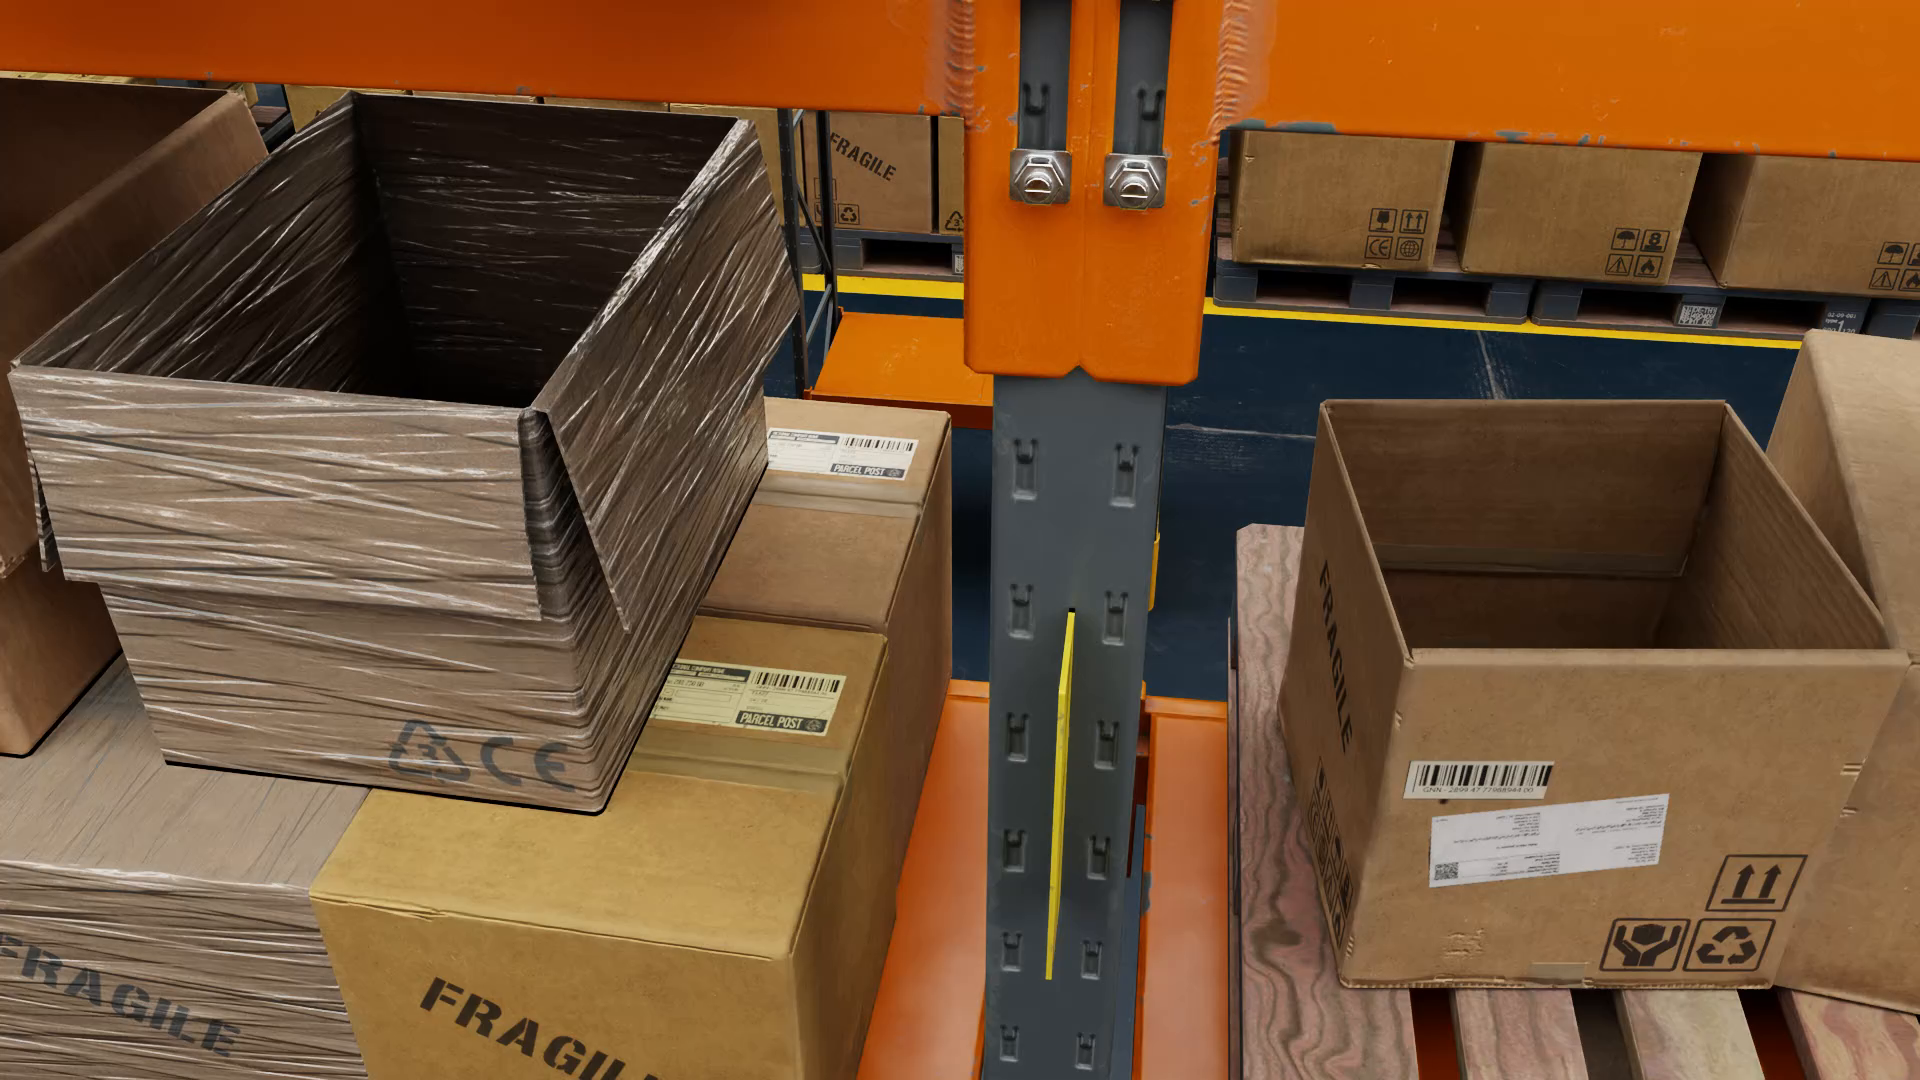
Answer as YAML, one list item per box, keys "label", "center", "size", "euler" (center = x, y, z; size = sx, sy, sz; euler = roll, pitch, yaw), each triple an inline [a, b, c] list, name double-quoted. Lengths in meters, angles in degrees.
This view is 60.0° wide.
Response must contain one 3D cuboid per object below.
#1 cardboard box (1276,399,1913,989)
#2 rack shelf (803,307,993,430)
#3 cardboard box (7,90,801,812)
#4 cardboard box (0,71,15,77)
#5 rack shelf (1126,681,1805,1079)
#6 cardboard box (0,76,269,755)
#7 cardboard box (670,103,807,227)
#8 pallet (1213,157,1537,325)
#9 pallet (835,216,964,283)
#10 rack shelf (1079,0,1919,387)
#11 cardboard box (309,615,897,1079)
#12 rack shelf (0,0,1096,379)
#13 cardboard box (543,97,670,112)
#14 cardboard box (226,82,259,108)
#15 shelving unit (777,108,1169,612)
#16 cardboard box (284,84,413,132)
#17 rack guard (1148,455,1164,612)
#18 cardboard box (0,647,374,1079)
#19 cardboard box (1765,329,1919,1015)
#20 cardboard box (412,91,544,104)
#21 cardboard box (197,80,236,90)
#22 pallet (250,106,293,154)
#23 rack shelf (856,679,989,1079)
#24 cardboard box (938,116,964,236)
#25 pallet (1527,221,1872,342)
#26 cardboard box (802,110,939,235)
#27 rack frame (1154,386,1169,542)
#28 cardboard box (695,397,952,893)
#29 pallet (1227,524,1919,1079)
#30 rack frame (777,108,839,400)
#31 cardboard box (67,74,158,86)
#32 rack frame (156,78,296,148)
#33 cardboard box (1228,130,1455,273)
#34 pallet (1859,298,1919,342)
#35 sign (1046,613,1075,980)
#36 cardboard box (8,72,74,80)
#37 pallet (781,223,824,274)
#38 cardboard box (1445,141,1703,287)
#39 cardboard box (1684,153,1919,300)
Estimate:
- label: "cardboard box"
  center: [0.690, 0.173, 1.978]
  size: [0.500, 0.500, 0.500]
  euler: [0, 36, 0]
- label: "rack shelf"
  center: [0.085, -0.458, 4.910]
  size: [1.000, 0.185, 0.538]
  euler: [4, 36, 6]
- label: "cardboard box"
  center: [-0.574, -0.145, 1.921]
  size: [0.637, 0.503, 0.797]
  euler: [5, 36, 8]
- label: "cardboard box"
  center: [-3.978, -1.918, 6.936]
  size: [0.250, 0.149, 0.380]
  euler: [4, 36, 6]
- label: "rack shelf"
  center: [2.133, 0.809, 2.154]
  size: [4.000, 0.370, 1.077]
  euler: [4, 36, 6]
- label: "cardboard box"
  center: [-1.220, -0.194, 1.991]
  size: [0.637, 0.503, 0.797]
  euler: [5, 36, 7]
- label: "cardboard box"
  center: [-0.846, -1.604, 6.706]
  size: [0.500, 0.500, 0.500]
  euler: [3, 36, 4]
- label: "pallet"
  center: [1.654, -1.246, 6.814]
  size: [1.213, 0.211, 1.003]
  euler: [4, 36, 6]
- label: "pallet"
  center: [0.107, -1.406, 7.039]
  size: [1.213, 0.211, 1.003]
  euler: [4, 36, 6]
- label: "rack shelf"
  center: [2.133, -0.412, 1.283]
  size: [4.000, 0.370, 1.077]
  euler: [4, 36, 6]
- label: "cardboard box"
  center: [-0.372, 0.433, 1.975]
  size: [0.500, 0.500, 0.500]
  euler: [5, 36, 7]
- label: "rack shelf"
  center: [-1.834, -0.708, 1.697]
  size: [4.000, 0.370, 1.077]
  euler: [4, 36, 6]
- label: "cardboard box"
  center: [-1.341, -1.655, 6.778]
  size: [0.500, 0.500, 0.500]
  euler: [5, 36, 7]
- label: "cardboard box"
  center: [-3.406, -2.001, 7.564]
  size: [0.250, 0.149, 0.380]
  euler: [3, 36, 4]
- label: "shelving unit"
  center: [0.076, -0.605, 4.806]
  size: [1.083, 1.500, 0.587]
  euler: [4, 36, 6]
- label: "cardboard box"
  center: [-2.387, -1.724, 6.874]
  size: [0.500, 0.500, 0.500]
  euler: [6, 36, 8]
- label: "rack guard"
  center: [0.570, -0.059, 5.118]
  size: [0.087, 0.250, 0.587]
  euler: [4, 36, 6]
- label: "cardboard box"
  center: [-0.865, 0.393, 2.031]
  size: [0.500, 0.500, 0.500]
  euler: [4, 36, 6]
- label: "cardboard box"
  center: [1.257, 0.157, 2.001]
  size: [0.500, 0.500, 0.700]
  euler: [9, 37, 13]
- label: "cardboard box"
  center: [-1.862, -1.686, 6.821]
  size: [0.500, 0.500, 0.500]
  euler: [6, 36, 8]
- label: "cardboard box"
  center: [-3.405, -2.121, 7.477]
  size: [0.250, 0.149, 0.380]
  euler: [6, 36, 8]
- label: "pallet"
  center: [-3.757, -1.673, 7.412]
  size: [1.213, 0.211, 1.003]
  euler: [4, 36, 6]
- label: "rack shelf"
  center: [-1.834, 0.513, 2.569]
  size: [4.000, 0.370, 1.077]
  euler: [4, 36, 6]
- label: "cardboard box"
  center: [0.195, -1.534, 6.608]
  size: [0.500, 0.500, 0.500]
  euler: [4, 36, 6]
- label: "pallet"
  center: [2.860, -1.154, 6.685]
  size: [1.213, 0.211, 1.003]
  euler: [4, 36, 6]
- label: "cardboard box"
  center: [-0.319, -1.575, 6.664]
  size: [0.500, 0.500, 0.500]
  euler: [6, 36, 8]
- label: "rack frame"
  center: [0.589, -0.567, 4.753]
  size: [0.032, 1.500, 0.500]
  euler: [4, 36, 6]
- label: "cardboard box"
  center: [-0.298, 0.134, 2.393]
  size: [0.500, 0.500, 0.500]
  euler: [5, 36, 7]
- label: "pallet"
  center: [0.870, 0.437, 2.220]
  size: [1.003, 0.211, 1.213]
  euler: [4, 36, 6]
- label: "rack frame"
  center: [-0.420, -0.642, 4.858]
  size: [0.032, 1.500, 0.500]
  euler: [4, 36, 6]
- label: "cardboard box"
  center: [-3.472, -1.908, 6.921]
  size: [0.250, 0.149, 0.380]
  euler: [5, 36, 7]
- label: "rack frame"
  center: [-3.086, -2.778, 6.561]
  size: [0.127, 3.000, 1.000]
  euler: [4, 36, 6]
- label: "cardboard box"
  center: [1.474, -1.641, 6.542]
  size: [0.750, 0.750, 1.050]
  euler: [4, 36, 5]
- label: "pallet"
  center: [4.074, -1.065, 6.561]
  size: [1.213, 0.211, 1.003]
  euler: [4, 36, 6]
- label: "sign"
  center: [0.082, 0.217, 1.368]
  size: [0.005, 0.325, 0.100]
  euler: [4, 36, 6]
- label: "cardboard box"
  center: [-3.731, -1.904, 6.916]
  size: [0.250, 0.149, 0.380]
  euler: [5, 36, 7]
- label: "pallet"
  center: [-1.100, -1.498, 7.167]
  size: [1.213, 0.211, 1.003]
  euler: [4, 36, 6]
- label: "cardboard box"
  center: [2.342, -1.578, 6.454]
  size: [0.750, 0.750, 1.050]
  euler: [5, 36, 7]
- label: "cardboard box"
  center: [3.265, -1.509, 6.358]
  size: [0.750, 0.750, 1.050]
  euler: [4, 36, 6]
